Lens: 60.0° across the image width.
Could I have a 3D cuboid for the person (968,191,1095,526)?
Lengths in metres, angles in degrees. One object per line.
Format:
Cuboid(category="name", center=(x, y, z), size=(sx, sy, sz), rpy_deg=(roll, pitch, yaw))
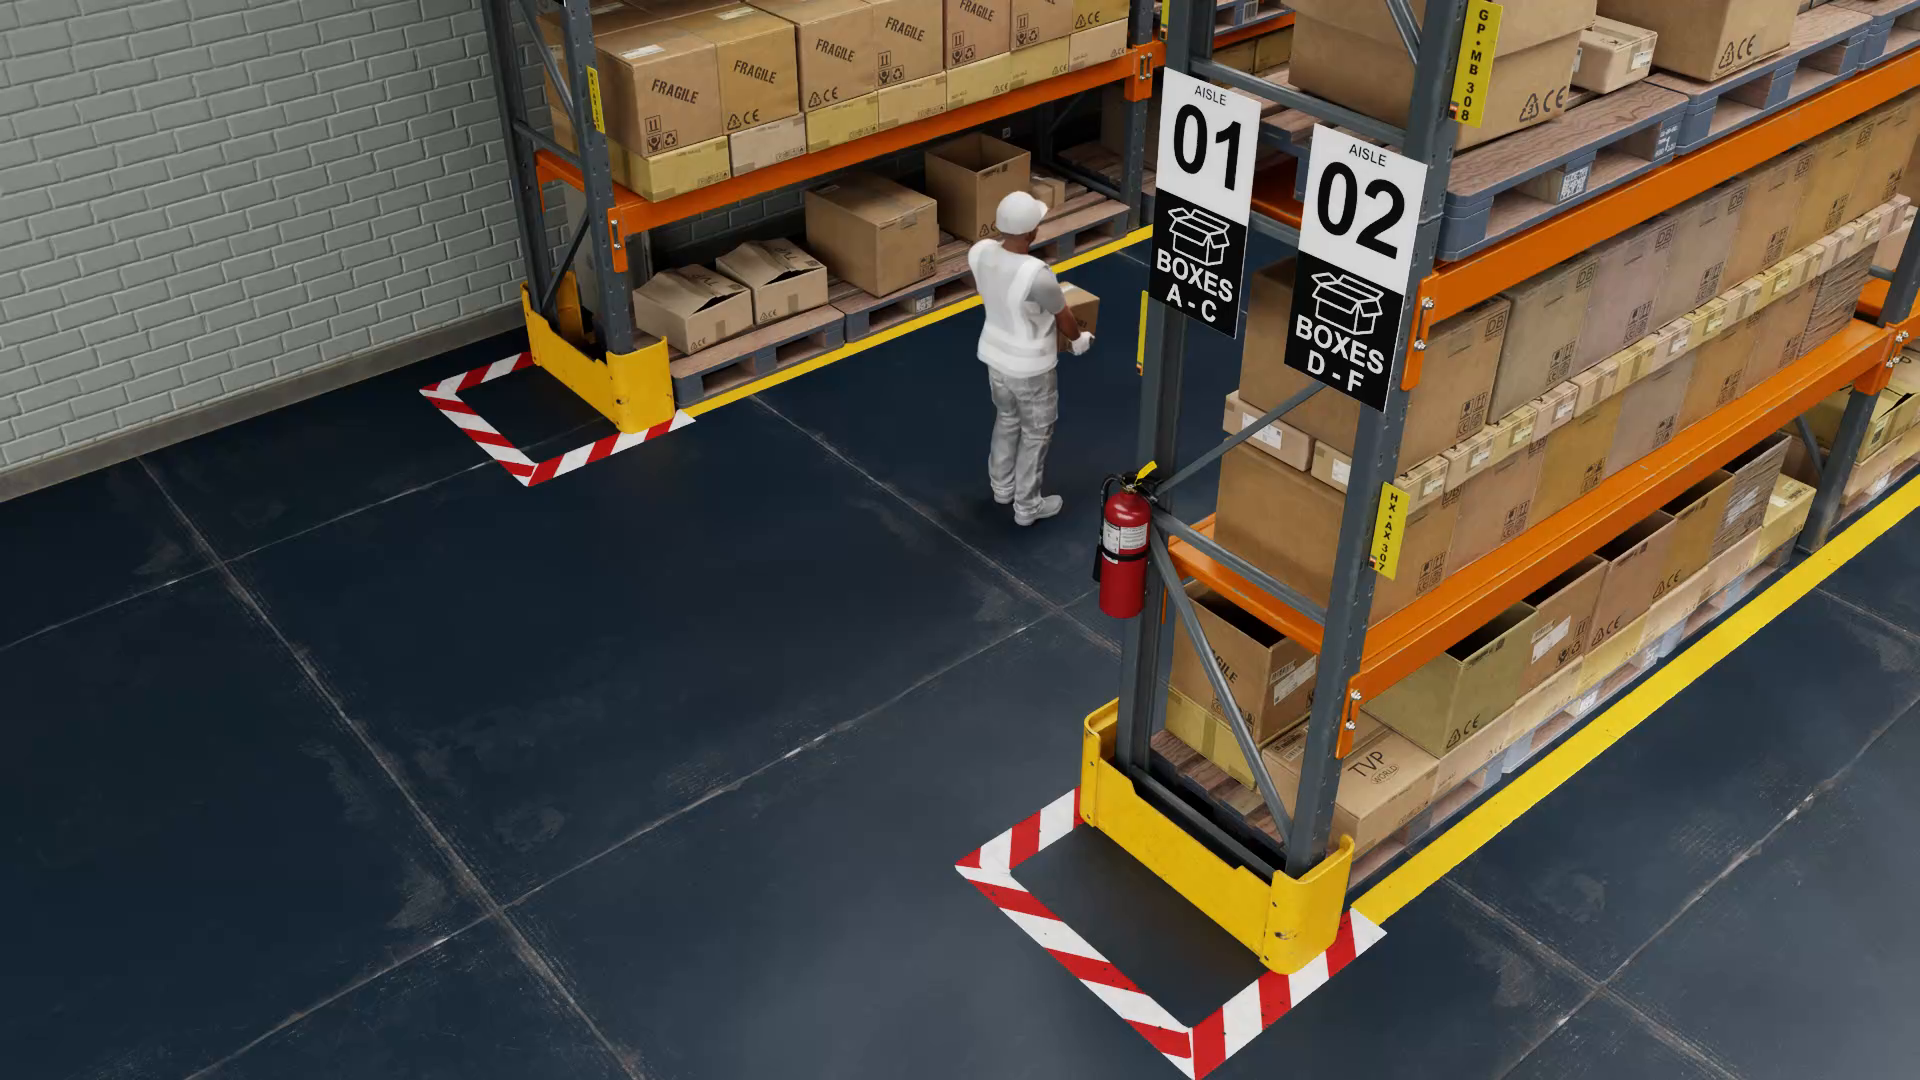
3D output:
Cuboid(category="person", center=(0.369, -0.947, 8.385), size=(0.566, 1.782, 0.489), rpy_deg=(-26, 43, -32))
